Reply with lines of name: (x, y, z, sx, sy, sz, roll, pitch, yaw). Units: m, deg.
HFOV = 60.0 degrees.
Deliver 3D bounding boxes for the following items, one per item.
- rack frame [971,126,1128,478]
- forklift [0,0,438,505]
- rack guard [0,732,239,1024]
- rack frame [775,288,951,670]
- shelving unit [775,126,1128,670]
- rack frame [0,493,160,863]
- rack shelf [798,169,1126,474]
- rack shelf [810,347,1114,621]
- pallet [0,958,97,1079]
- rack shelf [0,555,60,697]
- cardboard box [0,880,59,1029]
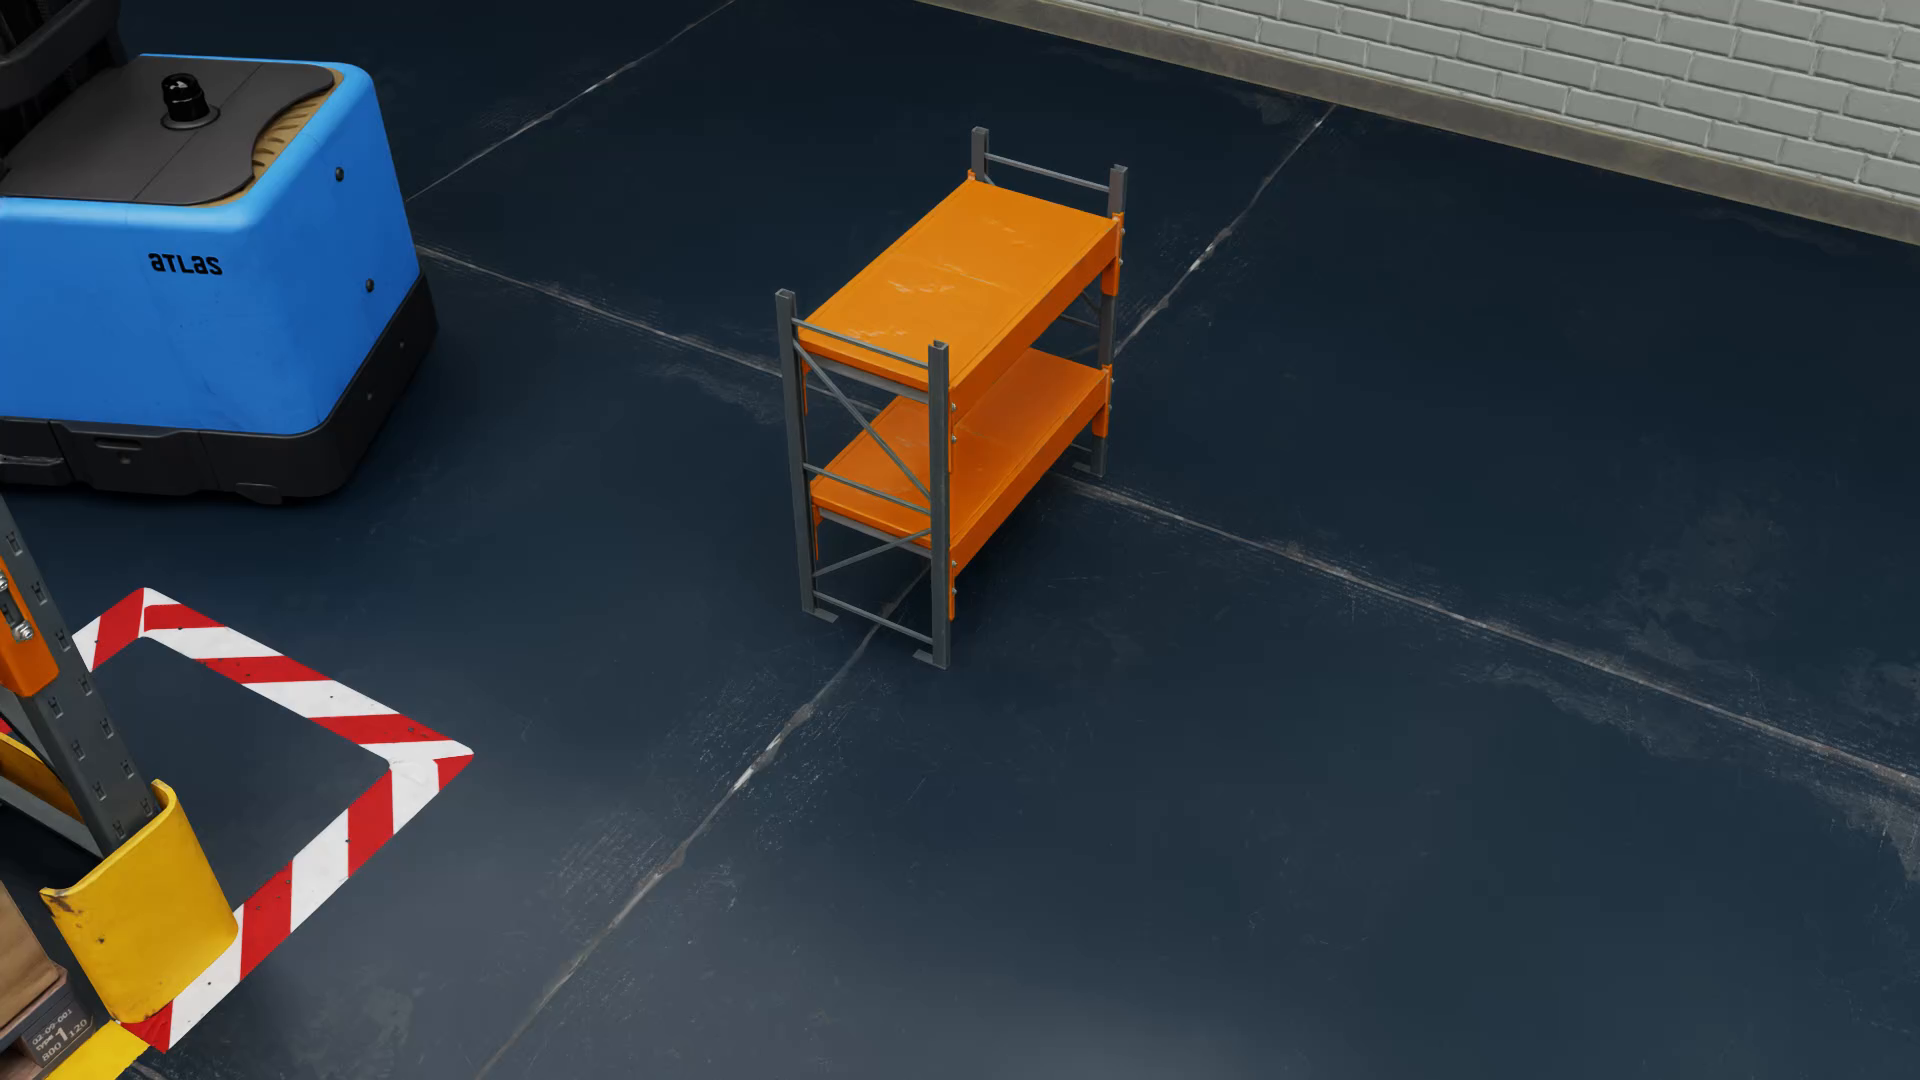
rack frame: (0.258, -0.717, 5.213, 0.500, 1.125, 0.032, 21, 45, 22)
forklift: (-3.435, -1.626, 4.879, 3.031, 2.935, 1.130, 4, 42, 5)
rack guard: (-2.365, 0.685, 4.094, 1.175, 0.500, 0.348, 21, 45, 22)
rack frame: (-0.251, -0.135, 4.552, 0.500, 1.125, 0.032, 21, 45, 22)
shelving unit: (0.003, -0.426, 4.883, 0.538, 1.125, 1.048, 21, 45, 22)
rack frame: (-2.327, -0.297, 3.317, 1.000, 3.000, 0.127, 21, 45, 22)
rack shelf: (0.003, -0.646, 4.689, 0.538, 0.278, 1.000, 21, 45, 22)
rack shelf: (0.003, -0.243, 5.044, 0.538, 0.278, 1.000, 21, 45, 22)
pallet: (-2.763, 1.250, 3.671, 1.003, 0.211, 1.213, 21, 45, 22)
rack shelf: (-3.327, 1.118, 2.256, 1.077, 0.370, 4.000, 21, 45, 22)
cardboard box: (-2.385, 0.869, 3.552, 0.500, 0.500, 0.500, 21, 45, 22)
